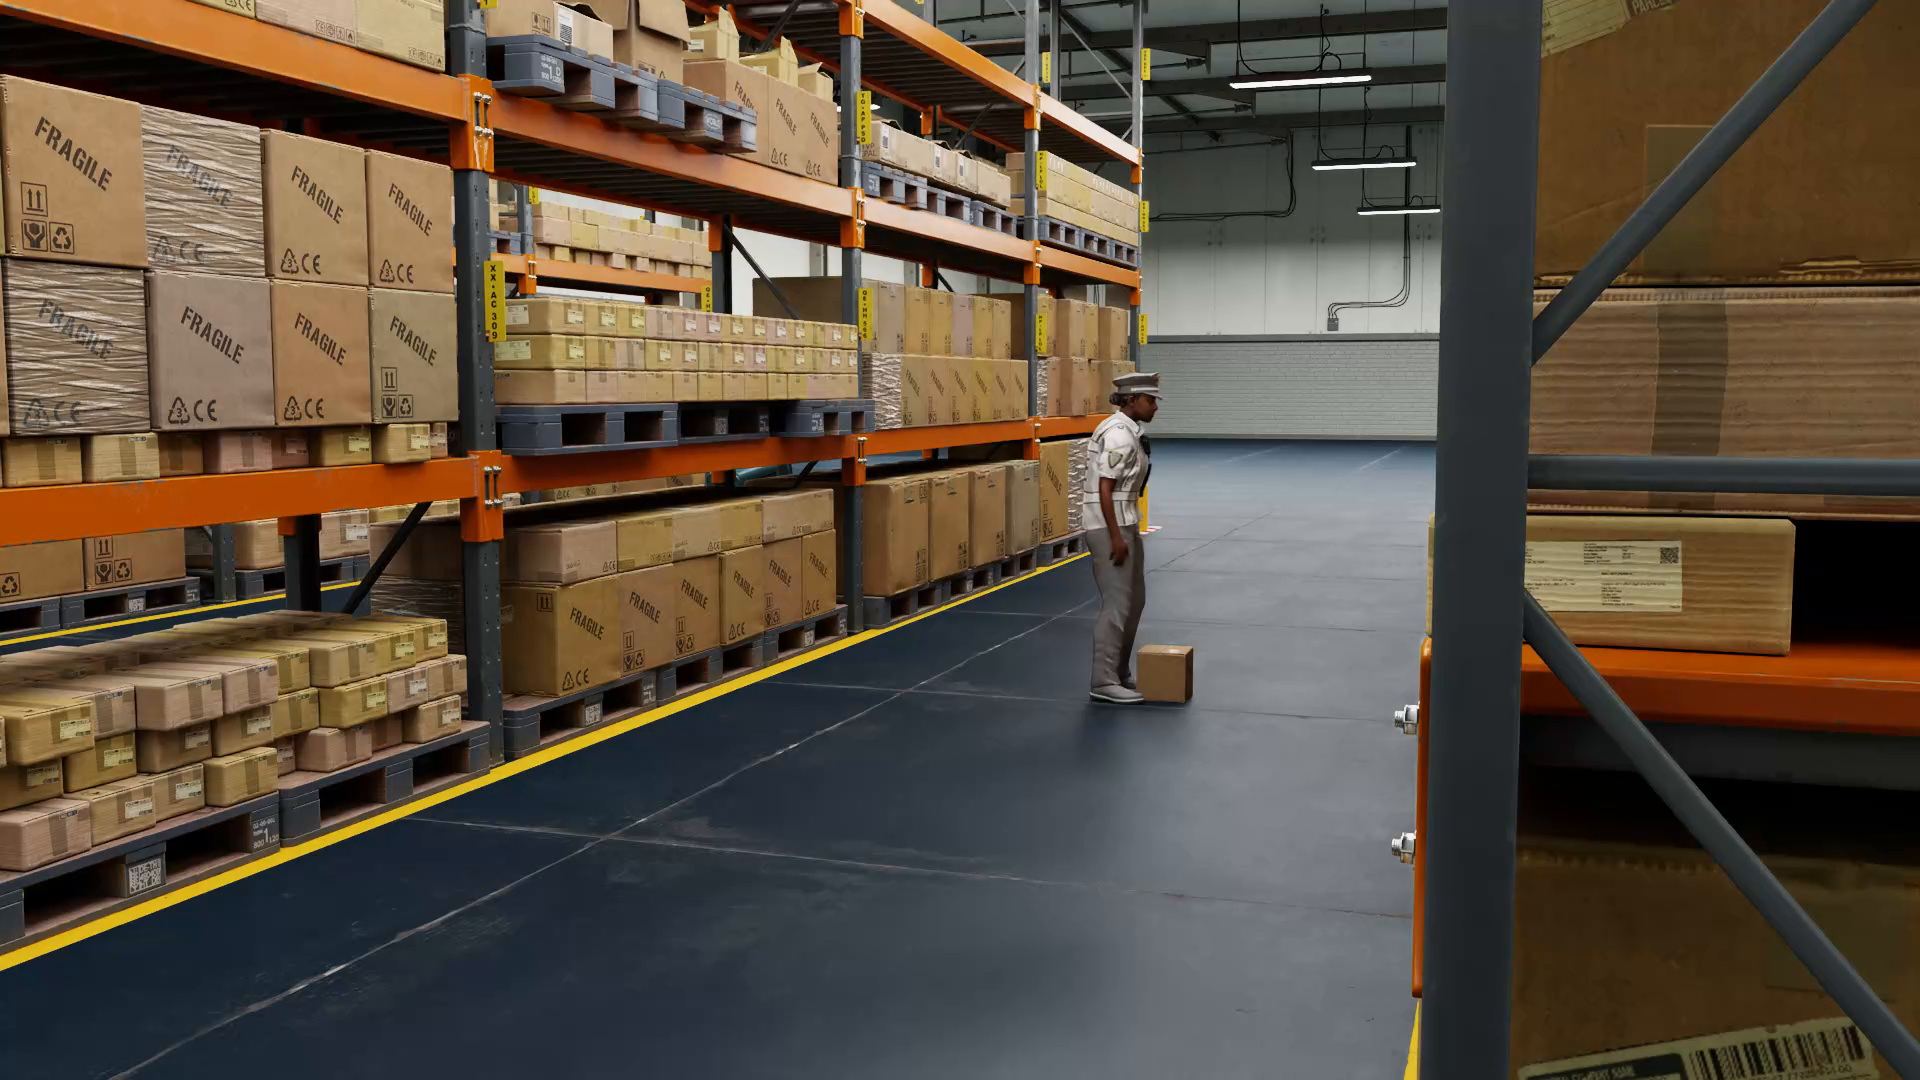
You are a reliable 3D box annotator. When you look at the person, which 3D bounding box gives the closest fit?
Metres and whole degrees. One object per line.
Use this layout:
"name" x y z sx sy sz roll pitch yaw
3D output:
"person" 0.829 -0.024 8.512 0.400 1.657 0.516 2 6 18
